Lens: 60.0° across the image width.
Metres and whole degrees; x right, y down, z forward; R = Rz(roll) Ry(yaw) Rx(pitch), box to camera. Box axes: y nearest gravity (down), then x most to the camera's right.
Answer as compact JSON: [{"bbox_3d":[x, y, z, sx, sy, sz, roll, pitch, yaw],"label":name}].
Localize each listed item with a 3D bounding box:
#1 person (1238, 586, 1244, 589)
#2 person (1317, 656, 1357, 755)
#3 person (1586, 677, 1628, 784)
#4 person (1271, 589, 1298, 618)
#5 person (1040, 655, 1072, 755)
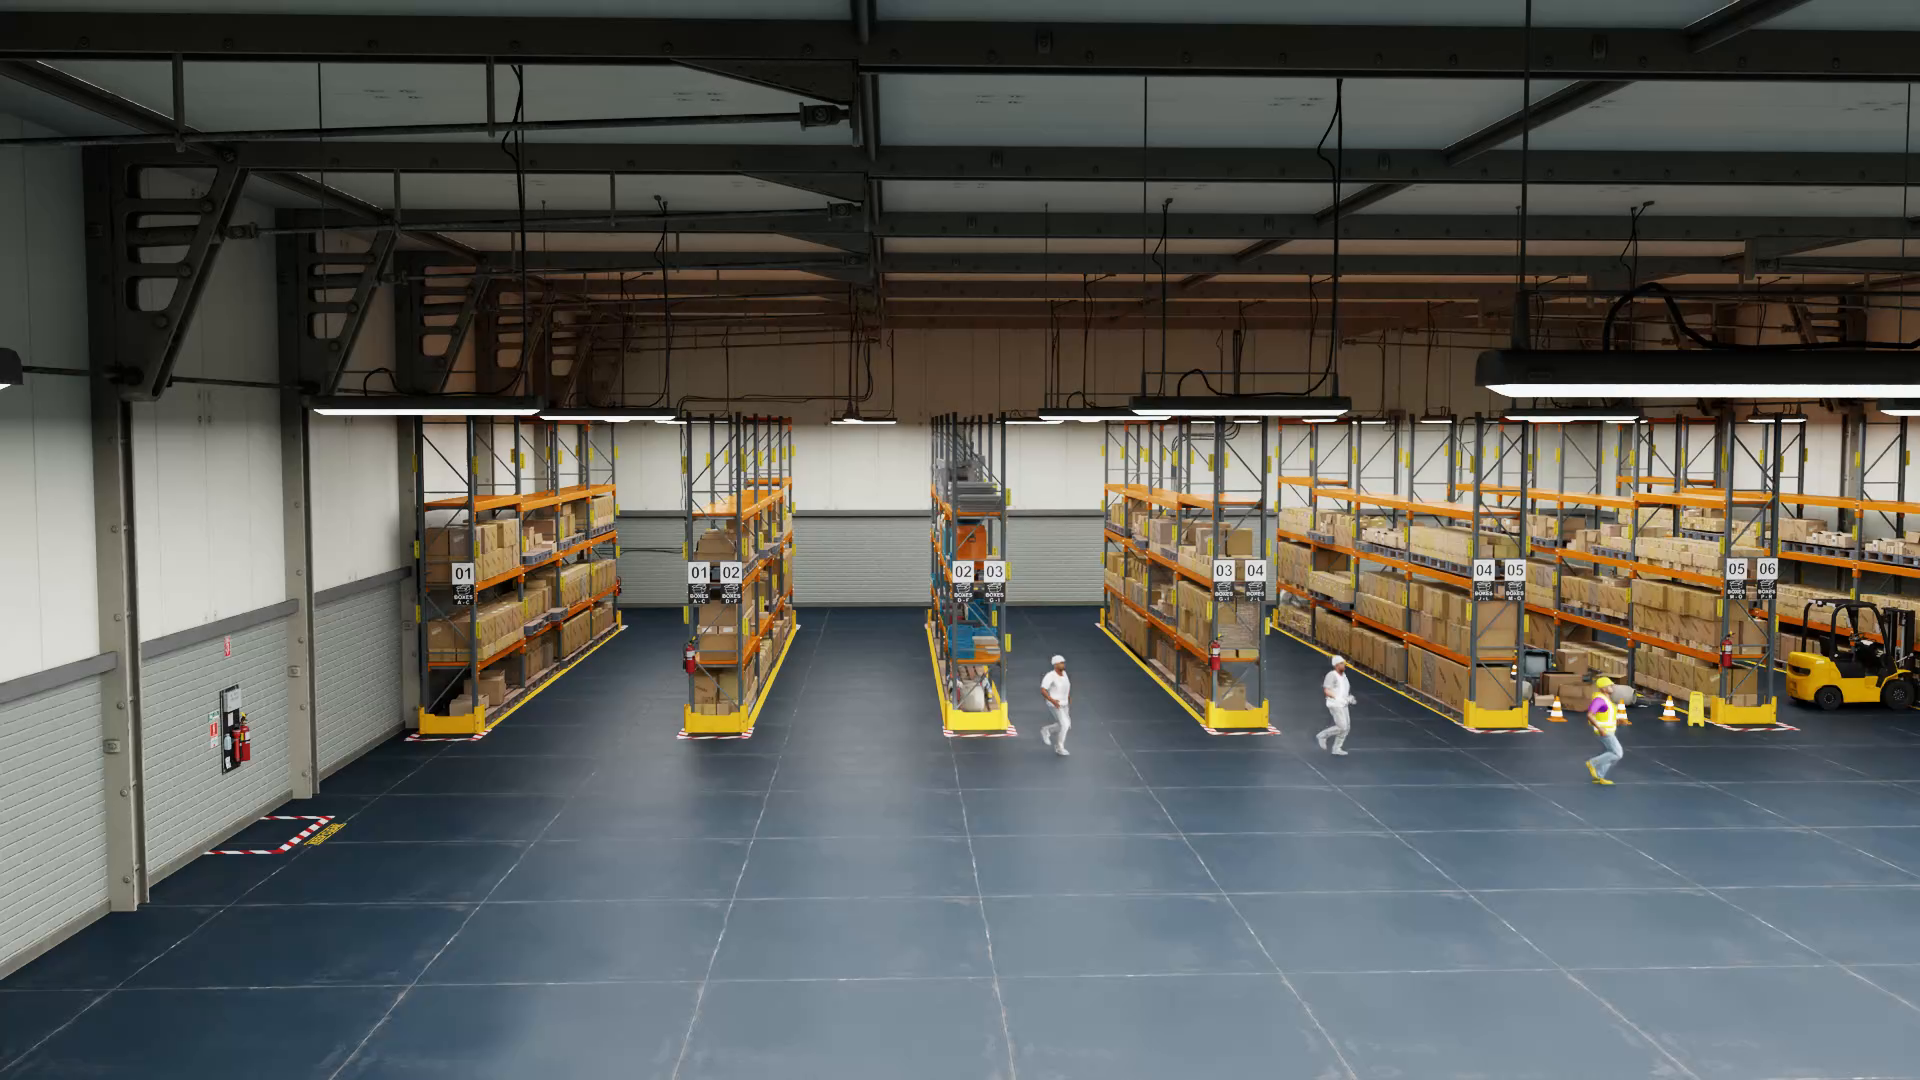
[{"bbox_3d":[7.810,1.658,46.882,0.654,1.826,0.732,1,4,18],"label":"person"},{"bbox_3d":[6.554,2.878,29.008,0.590,1.737,0.668,3,5,35],"label":"person"},{"bbox_3d":[10.332,3.053,26.557,0.576,1.720,0.691,2,5,31],"label":"person"},{"bbox_3d":[9.629,1.485,49.134,1.034,1.718,0.754,3,5,35],"label":"person"},{"bbox_3d":[1.664,2.876,29.219,0.666,1.727,0.727,3,5,35],"label":"person"}]
